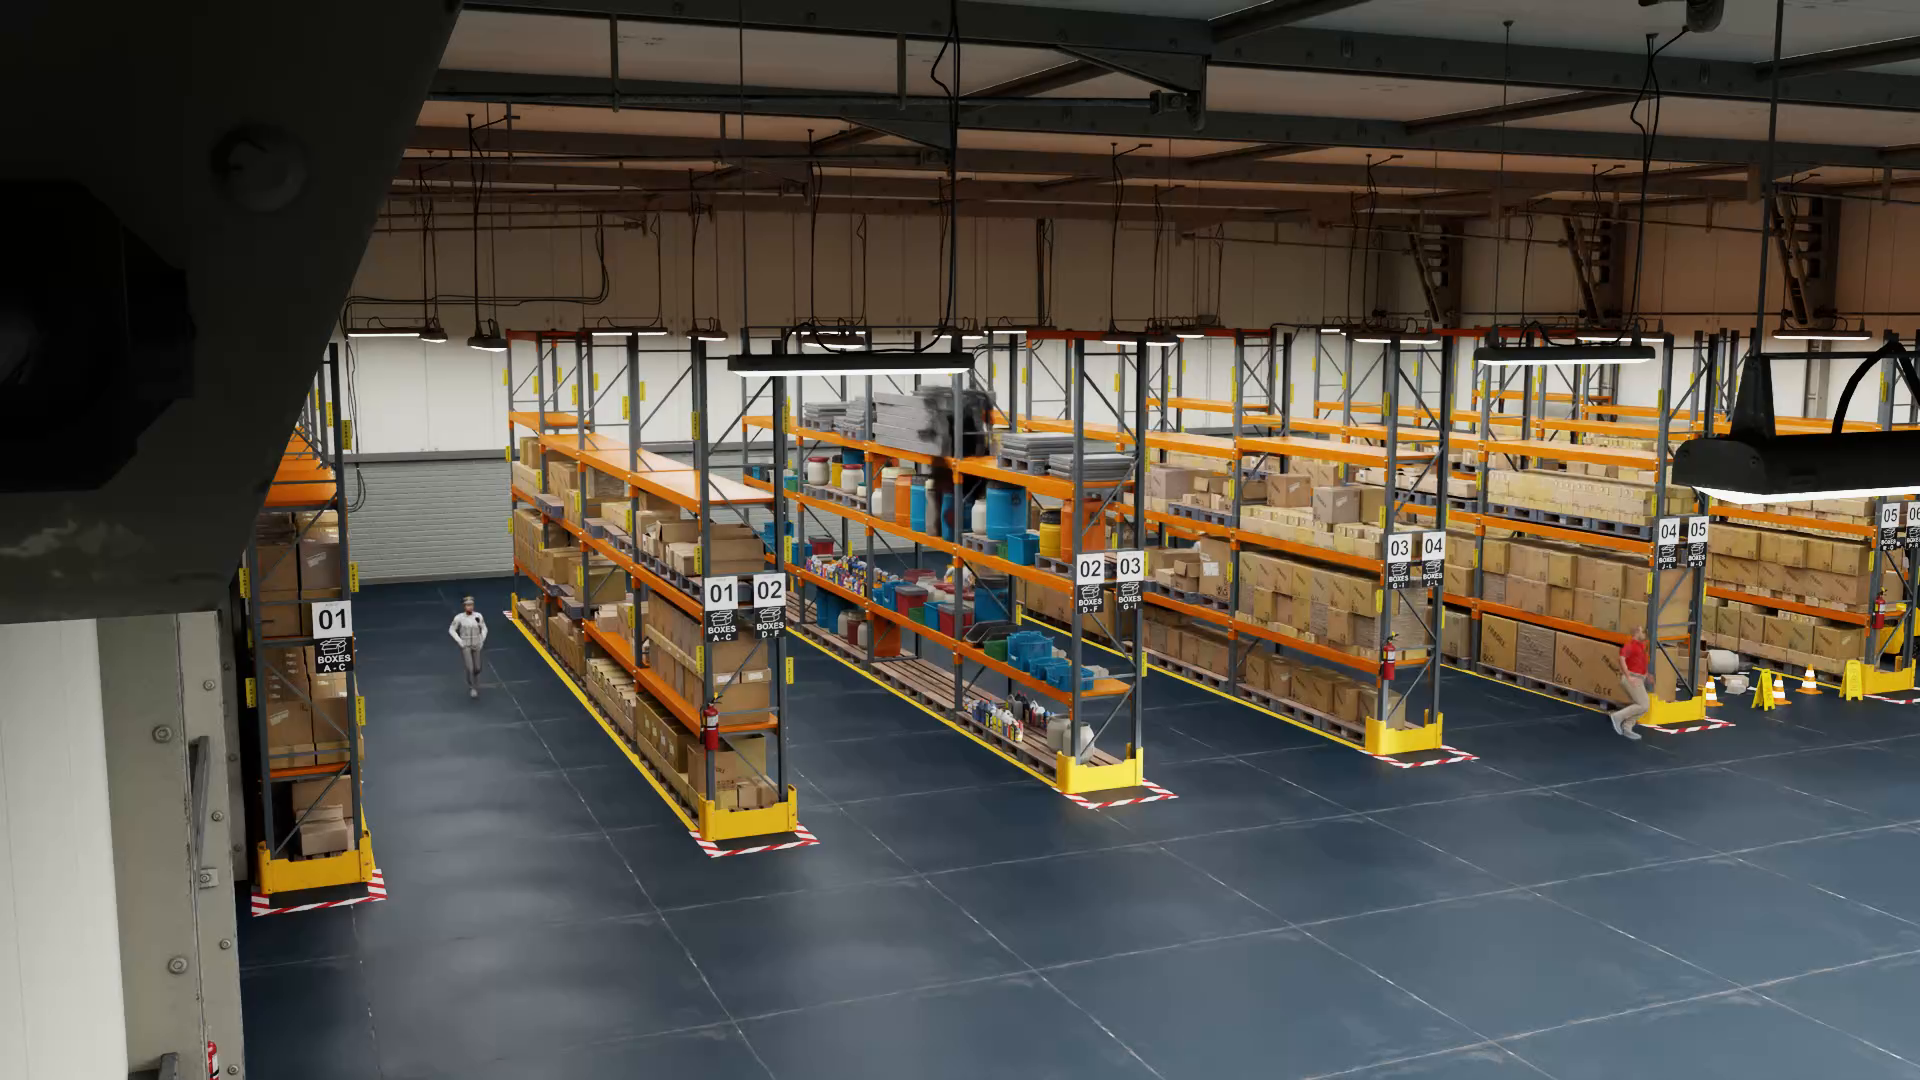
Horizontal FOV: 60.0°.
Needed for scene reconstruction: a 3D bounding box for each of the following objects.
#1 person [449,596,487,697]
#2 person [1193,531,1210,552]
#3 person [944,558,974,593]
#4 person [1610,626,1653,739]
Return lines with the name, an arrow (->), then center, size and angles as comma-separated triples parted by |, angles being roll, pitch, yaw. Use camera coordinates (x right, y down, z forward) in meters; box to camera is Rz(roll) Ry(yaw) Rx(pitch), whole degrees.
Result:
person -> -8.180, 1.755, 27.697 | 0.628, 1.667, 0.566 | -4, 9, -29
person -> 5.253, 0.648, 35.359 | 0.678, 1.828, 0.737 | -3, 8, -21
person -> 0.006, 1.104, 32.479 | 0.555, 1.727, 0.683 | -4, 9, -28
person -> 10.125, 2.119, 25.011 | 0.552, 1.668, 0.704 | 4, 9, 27
